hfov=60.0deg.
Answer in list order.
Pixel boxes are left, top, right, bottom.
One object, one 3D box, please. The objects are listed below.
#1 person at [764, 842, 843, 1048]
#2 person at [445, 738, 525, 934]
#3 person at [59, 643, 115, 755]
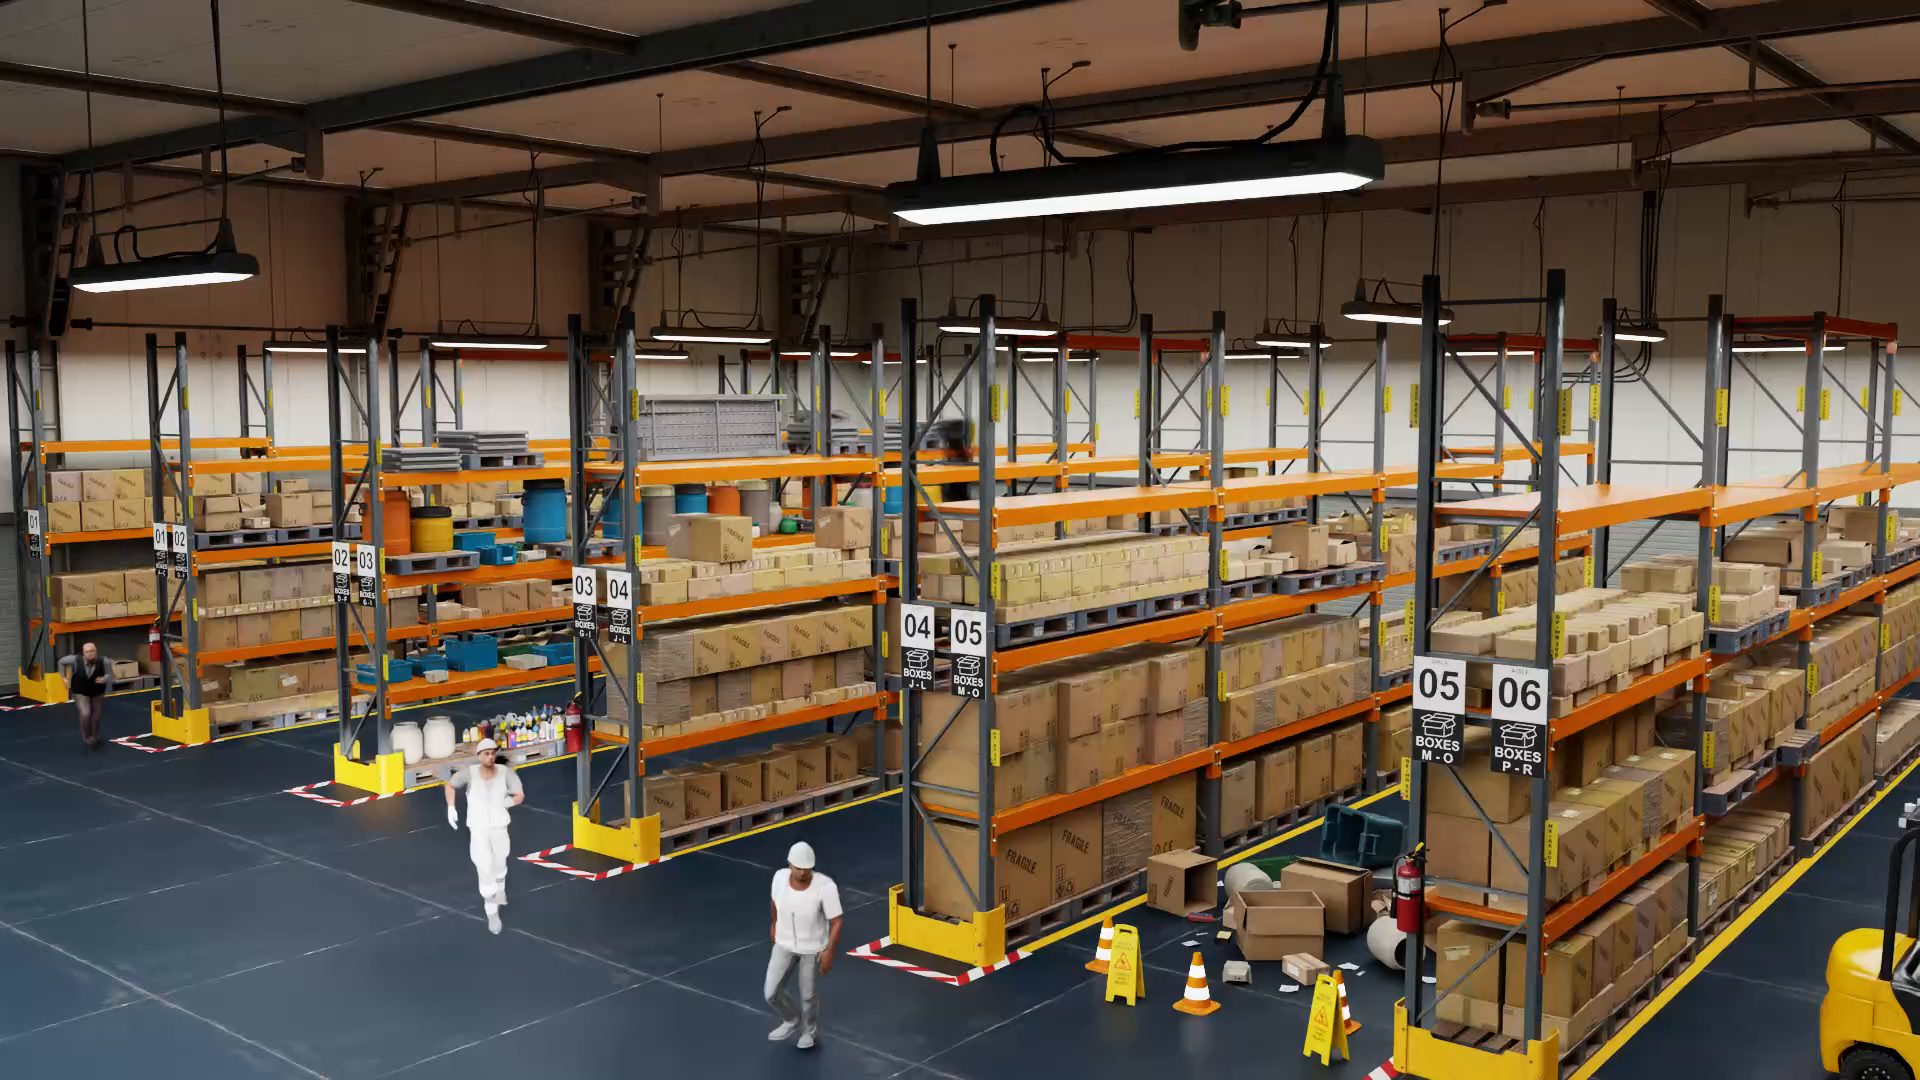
[{"bbox_3d":[-1.224,3.145,12.889,0.695,1.716,0.686,1,5,13],"label":"person"},{"bbox_3d":[-4.611,2.812,16.185,0.723,1.821,0.938,-2,6,-23],"label":"person"},{"bbox_3d":[-12.455,2.250,23.757,0.703,1.661,0.985,-3,6,-29],"label":"person"}]
